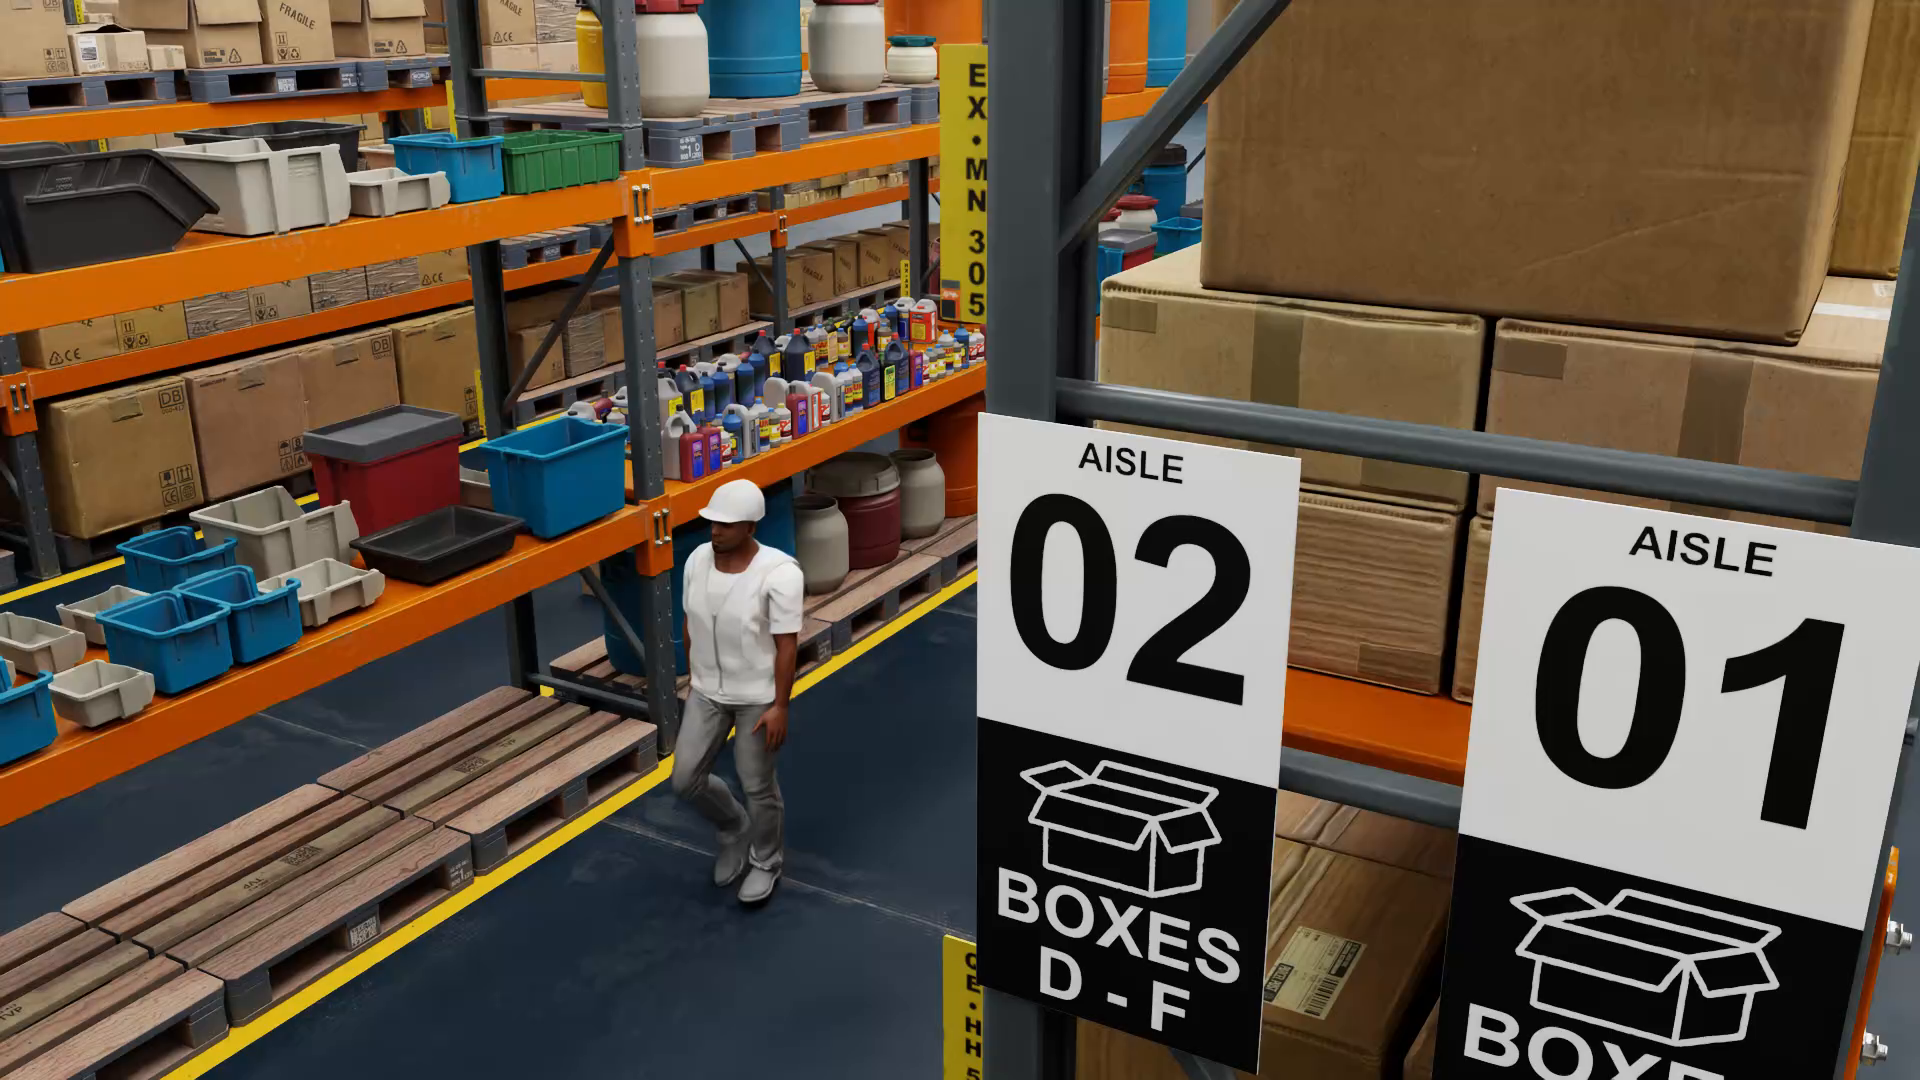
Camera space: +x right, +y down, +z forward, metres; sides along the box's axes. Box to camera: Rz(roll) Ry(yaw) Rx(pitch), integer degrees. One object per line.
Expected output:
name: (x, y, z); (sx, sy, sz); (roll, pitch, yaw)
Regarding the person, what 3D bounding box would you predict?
person: (-0.914, 0.631, 6.683); (0.578, 1.780, 0.463); (8, 21, 22)
